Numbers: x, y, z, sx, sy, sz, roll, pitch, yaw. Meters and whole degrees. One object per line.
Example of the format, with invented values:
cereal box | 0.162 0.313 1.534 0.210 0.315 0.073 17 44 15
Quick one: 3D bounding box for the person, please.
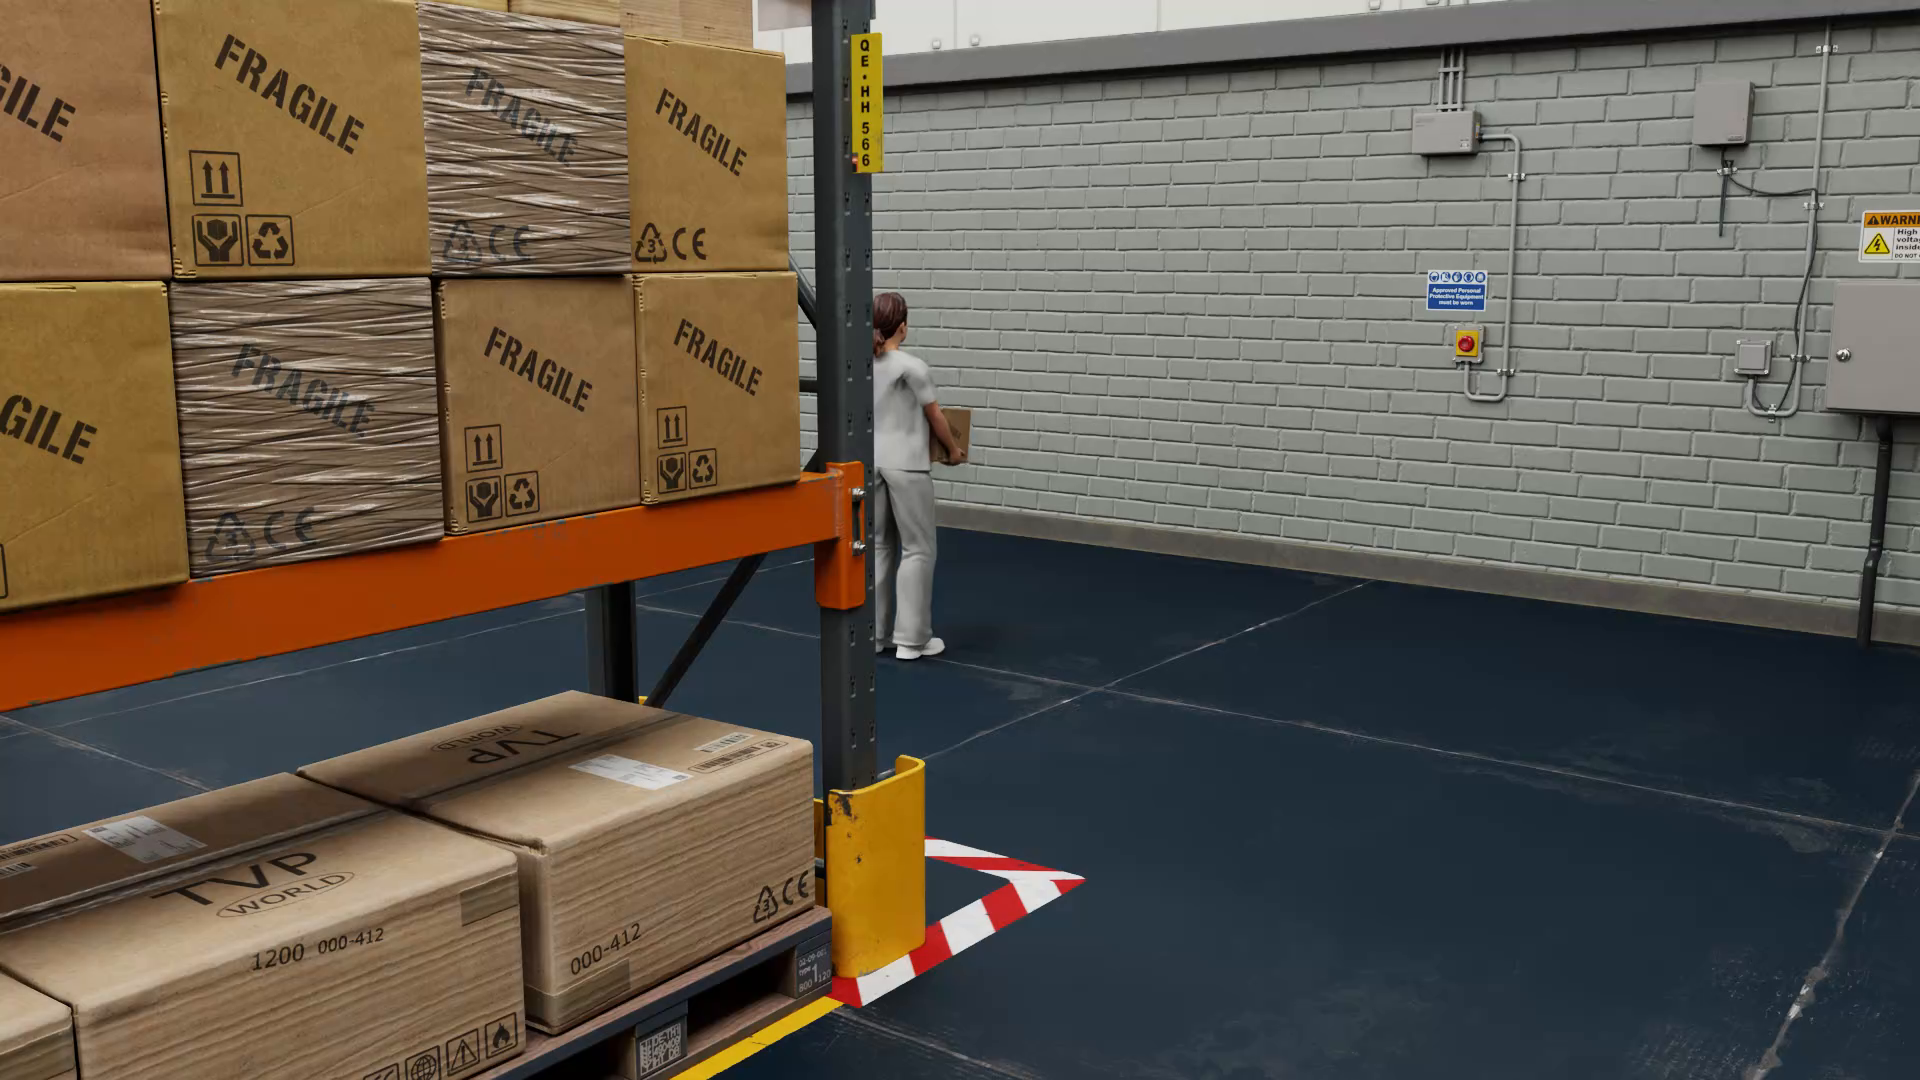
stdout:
person | -0.248 -0.302 7.674 0.431 1.667 0.545 7 12 36
